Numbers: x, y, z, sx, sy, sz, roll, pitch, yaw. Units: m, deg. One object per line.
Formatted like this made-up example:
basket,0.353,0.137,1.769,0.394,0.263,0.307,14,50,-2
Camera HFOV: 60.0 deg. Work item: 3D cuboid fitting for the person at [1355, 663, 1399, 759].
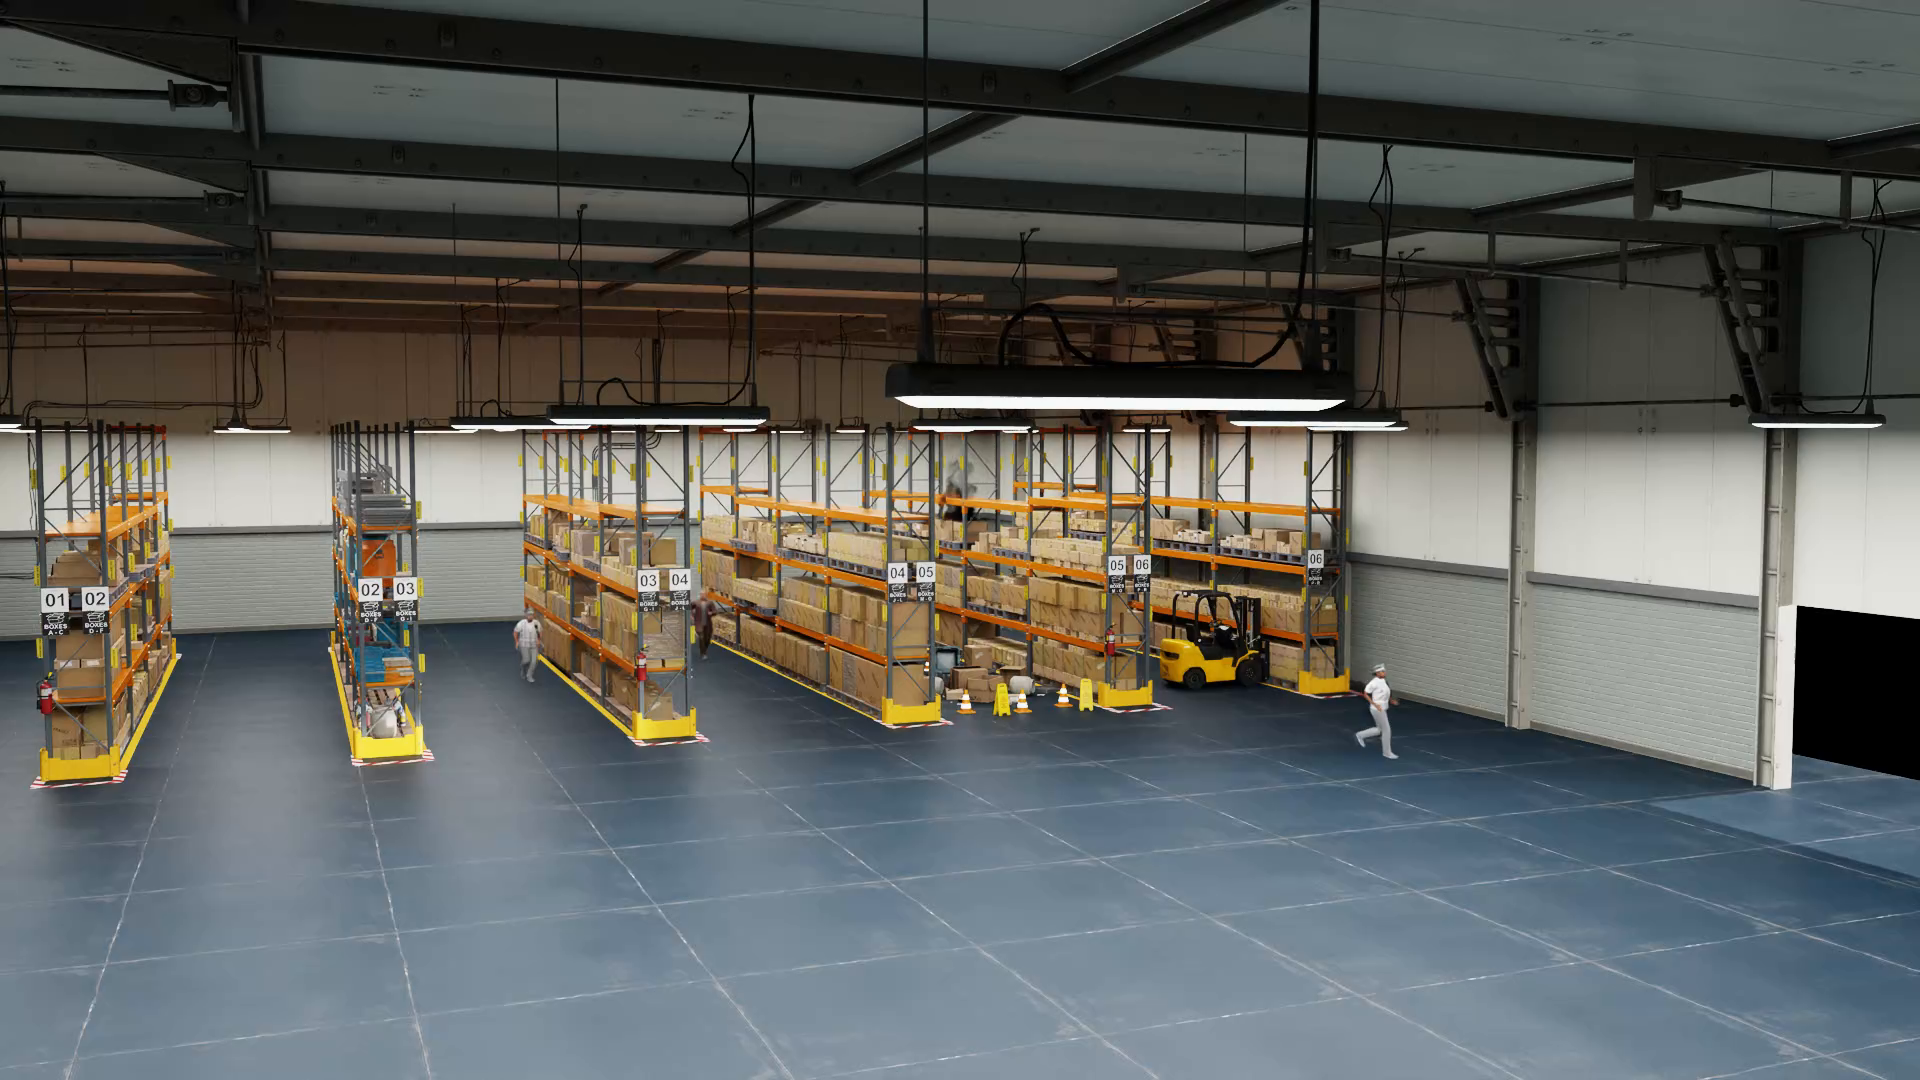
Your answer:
person,7.453,3.041,29.707,0.803,1.696,0.560,2,4,33

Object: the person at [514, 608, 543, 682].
person,-10.005,2.447,38.656,0.653,1.721,0.631,-2,4,-26

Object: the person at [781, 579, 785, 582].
person,-5.115,1.931,47.833,0.525,1.637,0.729,-2,4,-30

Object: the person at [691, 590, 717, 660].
person,-6.585,2.161,42.638,0.714,1.754,1.034,-1,4,-20
